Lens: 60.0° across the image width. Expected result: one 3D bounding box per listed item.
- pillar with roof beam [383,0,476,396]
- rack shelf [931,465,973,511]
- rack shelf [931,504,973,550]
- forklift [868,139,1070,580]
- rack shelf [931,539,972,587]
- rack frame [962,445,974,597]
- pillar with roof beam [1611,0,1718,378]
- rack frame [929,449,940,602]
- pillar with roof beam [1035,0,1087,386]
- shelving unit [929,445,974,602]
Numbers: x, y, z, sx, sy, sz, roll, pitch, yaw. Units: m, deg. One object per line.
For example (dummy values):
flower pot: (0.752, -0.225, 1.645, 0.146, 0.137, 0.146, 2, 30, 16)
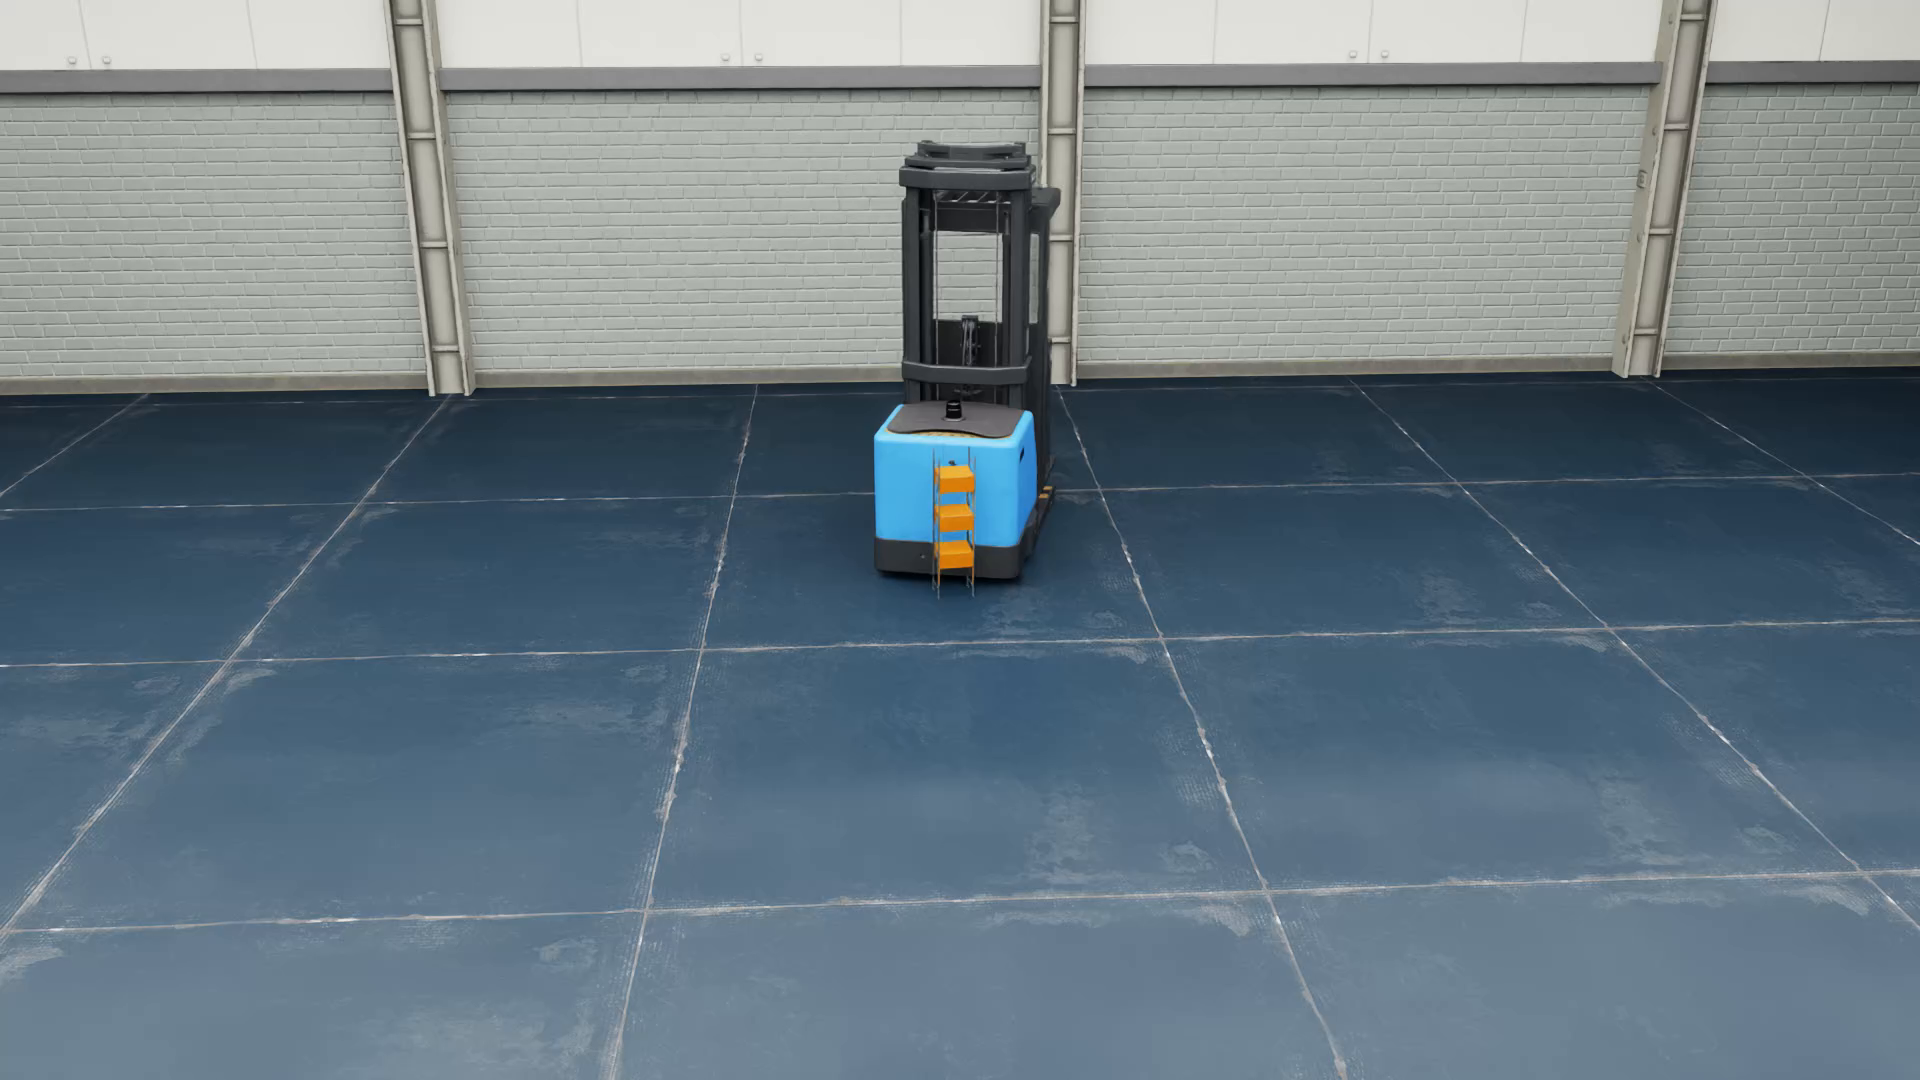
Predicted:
pillar with roof beam: (-4.782, -4.150, 10.873, 0.400, 9.000, 9.100, -1, 21, -3)
rack shelf: (-0.061, -0.363, 11.326, 0.240, 0.259, 0.215, -8, 23, -19)
rack shelf: (-0.062, -0.098, 11.430, 0.240, 0.259, 0.215, -8, 23, -19)
forklift: (0.201, -1.583, 12.659, 1.130, 2.935, 3.031, 5, 21, 13)
rack shelf: (-0.063, 0.160, 11.532, 0.240, 0.259, 0.215, -8, 23, -19)
rack frame: (0.052, -0.123, 11.466, 0.008, 1.050, 0.200, -8, 23, -19)
pillar with roof beam: (7.198, -4.393, 11.513, 0.400, 9.000, 9.100, -1, 21, -3)
rack frame: (-0.176, -0.093, 11.386, 0.008, 1.050, 0.200, -8, 23, -19)
pillar with roof beam: (1.208, -4.271, 11.193, 0.400, 9.000, 9.100, -1, 21, -3)
shelving unit: (-0.062, -0.108, 11.426, 0.252, 1.050, 0.215, -8, 23, -19)
